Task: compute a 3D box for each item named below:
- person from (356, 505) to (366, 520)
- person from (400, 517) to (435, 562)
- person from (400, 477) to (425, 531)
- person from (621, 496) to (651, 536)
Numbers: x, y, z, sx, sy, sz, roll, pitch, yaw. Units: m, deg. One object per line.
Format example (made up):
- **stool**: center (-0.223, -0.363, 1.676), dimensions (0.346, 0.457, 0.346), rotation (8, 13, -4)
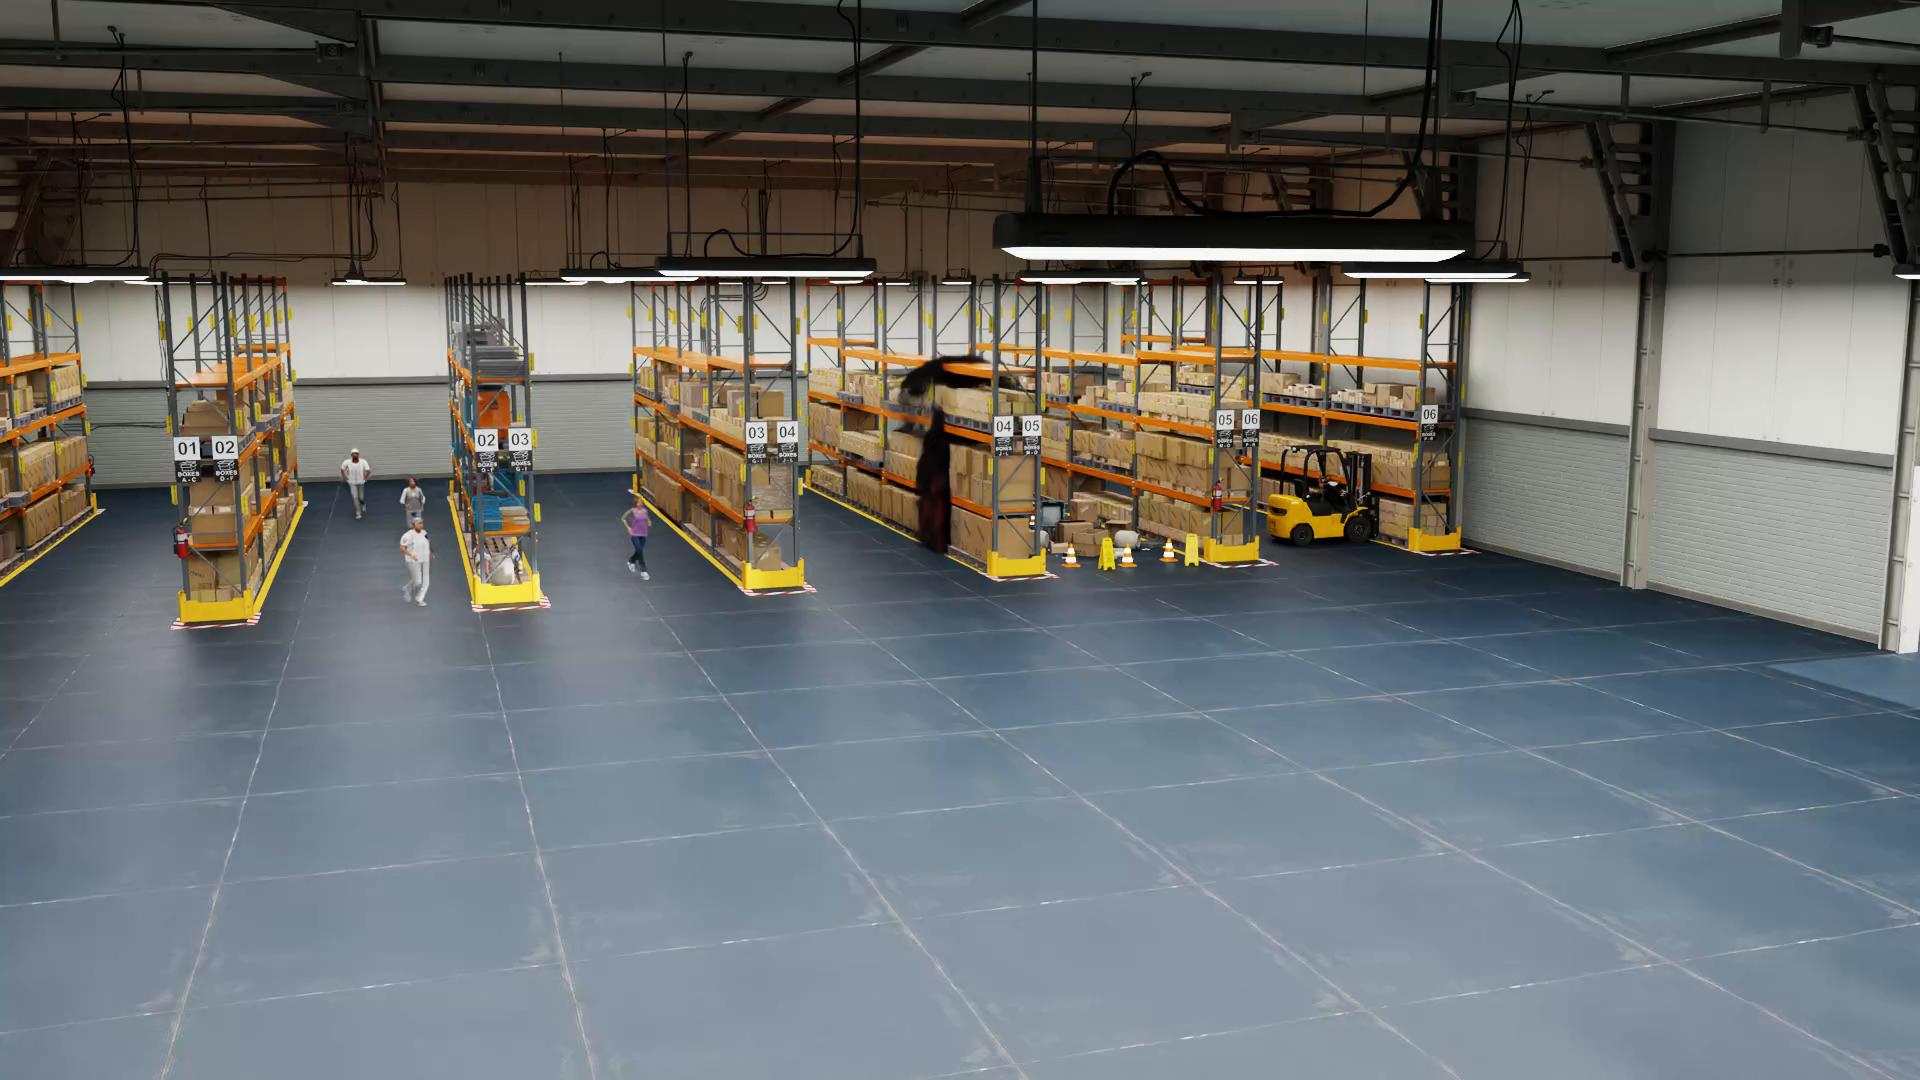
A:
- **person**: center (-15.110, -0.776, 41.927), dimensions (0.274, 0.437, 0.851), rotation (-3, 9, -22)
- **person**: center (-9.784, -0.010, 30.074), dimensions (0.401, 0.806, 0.591), rotation (6, 11, 36)
- **person**: center (-12.186, -0.630, 37.087), dimensions (0.542, 1.559, 0.619), rotation (-4, 9, -23)
- **person**: center (-6.367, -0.465, 33.051), dimensions (0.539, 0.795, 0.570), rotation (-8, 12, -42)
